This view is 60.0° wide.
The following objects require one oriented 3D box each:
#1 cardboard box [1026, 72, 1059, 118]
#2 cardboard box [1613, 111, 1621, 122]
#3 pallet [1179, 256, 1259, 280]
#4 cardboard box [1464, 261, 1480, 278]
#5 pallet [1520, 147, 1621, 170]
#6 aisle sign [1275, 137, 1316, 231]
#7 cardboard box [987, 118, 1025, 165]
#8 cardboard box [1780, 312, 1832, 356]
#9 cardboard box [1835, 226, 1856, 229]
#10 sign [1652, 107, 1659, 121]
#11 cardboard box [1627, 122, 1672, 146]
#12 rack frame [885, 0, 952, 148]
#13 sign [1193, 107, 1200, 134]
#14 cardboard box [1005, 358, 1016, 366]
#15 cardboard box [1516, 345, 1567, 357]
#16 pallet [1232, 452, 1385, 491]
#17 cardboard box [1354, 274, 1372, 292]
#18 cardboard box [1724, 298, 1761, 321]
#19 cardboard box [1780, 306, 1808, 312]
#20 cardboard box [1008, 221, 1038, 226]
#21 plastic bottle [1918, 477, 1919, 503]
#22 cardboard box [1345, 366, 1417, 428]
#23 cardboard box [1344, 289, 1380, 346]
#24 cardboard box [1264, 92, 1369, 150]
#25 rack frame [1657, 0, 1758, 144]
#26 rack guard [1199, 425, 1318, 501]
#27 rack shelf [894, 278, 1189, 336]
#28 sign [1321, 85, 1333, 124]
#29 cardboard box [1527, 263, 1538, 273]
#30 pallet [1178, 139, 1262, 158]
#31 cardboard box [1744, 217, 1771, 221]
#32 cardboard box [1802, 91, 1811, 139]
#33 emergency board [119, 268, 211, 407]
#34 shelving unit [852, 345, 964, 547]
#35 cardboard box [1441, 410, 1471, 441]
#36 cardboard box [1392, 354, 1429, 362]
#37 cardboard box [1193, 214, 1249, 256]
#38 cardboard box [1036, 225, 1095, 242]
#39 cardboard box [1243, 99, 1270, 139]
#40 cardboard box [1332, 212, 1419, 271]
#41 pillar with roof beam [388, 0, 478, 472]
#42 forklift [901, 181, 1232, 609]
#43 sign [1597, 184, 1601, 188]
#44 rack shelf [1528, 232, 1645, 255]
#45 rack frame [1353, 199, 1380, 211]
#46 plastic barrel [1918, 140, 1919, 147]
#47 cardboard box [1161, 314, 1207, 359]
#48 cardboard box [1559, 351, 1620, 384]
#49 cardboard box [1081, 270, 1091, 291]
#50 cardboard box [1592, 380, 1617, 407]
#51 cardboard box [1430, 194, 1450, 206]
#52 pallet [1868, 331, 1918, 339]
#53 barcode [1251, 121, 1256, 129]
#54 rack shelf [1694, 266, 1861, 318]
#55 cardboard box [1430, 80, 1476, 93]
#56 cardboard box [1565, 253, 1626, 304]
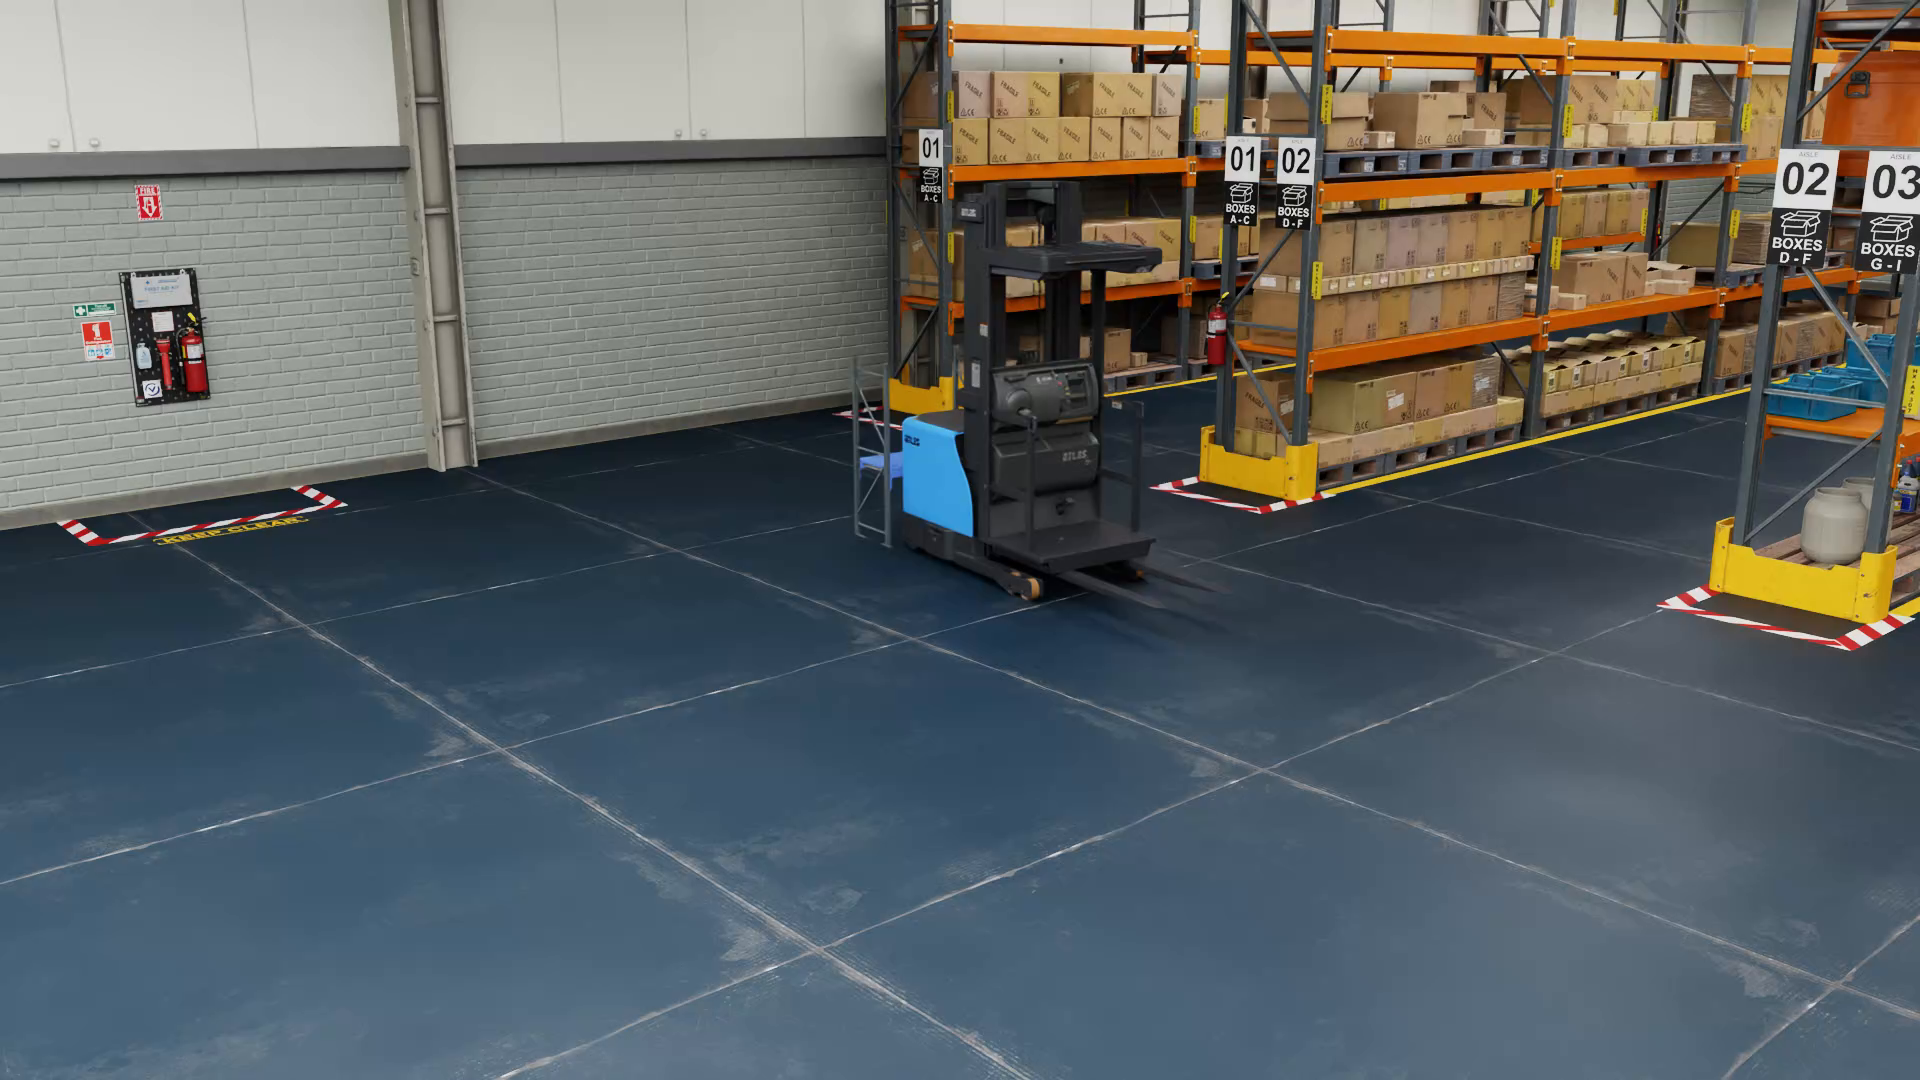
[{"bbox_3d":[0.780,-5.081,18.978,0.500,0.500,0.500,-12,19,-38],"label":"cardboard box"},{"bbox_3d":[10.450,-6.894,27.218,0.500,0.250,0.500,-13,20,-41],"label":"cardboard box"},{"bbox_3d":[3.229,-3.595,21.768,1.213,0.211,1.003,-13,19,-39],"label":"pallet"},{"bbox_3d":[4.978,-2.725,16.688,0.250,0.149,0.380,-13,20,-40],"label":"cardboard box"},{"bbox_3d":[6.468,-4.132,17.963,1.217,0.209,0.805,-14,20,-42],"label":"pallet"},{"bbox_3d":[2.945,-3.130,14.620,0.004,0.787,0.394,-13,19,-39],"label":"aisle sign"},{"bbox_3d":[0.384,-4.508,18.770,0.500,0.500,0.500,-11,19,-36],"label":"cardboard box"},{"bbox_3d":[11.284,-2.761,22.267,0.500,0.500,0.500,-13,19,-39],"label":"cardboard box"},{"bbox_3d":[12.386,-4.535,22.782,0.500,0.500,0.500,-12,19,-38],"label":"cardboard box"},{"bbox_3d":[8.474,-5.105,20.237,0.005,0.325,0.100,-13,19,-39],"label":"sign"},{"bbox_3d":[7.701,-4.605,18.843,0.500,0.250,0.500,-13,20,-40],"label":"cardboard box"},{"bbox_3d":[-0.461,-5.807,18.054,0.127,3.000,1.000,-13,19,-39],"label":"rack frame"},{"bbox_3d":[2.919,-5.181,20.520,0.005,0.325,0.100,-13,19,-39],"label":"sign"},{"bbox_3d":[0.550,-2.019,19.853,0.500,0.311,0.500,-11,18,-35],"label":"cardboard box"},{"bbox_3d":[6.695,-2.066,19.100,0.500,0.311,0.500,-13,20,-40],"label":"cardboard box"},{"bbox_3d":[3.343,-0.736,16.095,1.213,0.211,1.003,-13,19,-39],"label":"pallet"},{"bbox_3d":[3.618,-2.419,15.542,0.250,0.149,0.380,-13,19,-39],"label":"cardboard box"},{"bbox_3d":[10.189,-3.056,21.918,0.500,0.250,0.500,-13,20,-40],"label":"cardboard box"},{"bbox_3d":[11.321,-2.948,22.967,0.500,0.500,0.500,-14,20,-42],"label":"cardboard box"},{"bbox_3d":[0.908,-3.587,20.164,0.500,0.500,0.500,-12,19,-39],"label":"cardboard box"},{"bbox_3d":[8.149,-0.448,14.050,0.097,0.271,0.097,0,15,0],"label":"plastic bottle"},{"bbox_3d":[4.089,-1.402,16.247,0.500,0.500,0.500,-13,19,-39],"label":"cardboard box"},{"bbox_3d":[3.547,-2.160,15.830,0.500,0.500,0.700,-12,19,-38],"label":"cardboard box"},{"bbox_3d":[3.230,-3.811,15.109,0.637,0.503,0.797,-11,18,-36],"label":"cardboard box"},{"bbox_3d":[8.829,-6.199,19.519,0.127,3.000,1.000,-13,19,-39],"label":"rack frame"},{"bbox_3d":[2.776,-0.734,15.527,0.348,0.500,1.175,-13,19,-39],"label":"rack guard"},{"bbox_3d":[1.048,-2.900,20.189,4.000,0.370,1.077,-13,19,-39],"label":"rack shelf"},{"bbox_3d":[3.153,-3.746,14.302,0.005,0.325,0.100,-13,19,-39],"label":"sign"},{"bbox_3d":[9.578,-4.506,27.579,0.250,0.149,0.380,-13,20,-41],"label":"cardboard box"},{"bbox_3d":[3.092,-5.029,21.316,1.003,0.211,1.213,-13,19,-39],"label":"pallet"},{"bbox_3d":[10.554,-3.918,21.598,0.700,0.500,0.500,10,18,33],"label":"cardboard box"},{"bbox_3d":[10.413,-5.429,21.250,0.600,0.600,0.600,-14,20,-41],"label":"cardboard box"},{"bbox_3d":[-6.916,-1.768,14.558,0.643,1.169,0.194,-13,19,-39],"label":"emergency board"},{"bbox_3d":[-0.310,-0.798,13.830,1.048,1.500,0.538,-11,18,-35],"label":"shelving unit"},{"bbox_3d":[4.854,-1.206,16.966,0.500,0.250,0.500,-13,19,-39],"label":"cardboard box"},{"bbox_3d":[4.502,-1.673,17.261,0.500,0.500,0.500,-13,19,-39],"label":"cardboard box"},{"bbox_3d":[3.389,-4.020,21.942,0.500,0.500,0.700,-10,18,-34],"label":"cardboard box"},{"bbox_3d":[1.251,-3.489,19.797,0.500,0.500,0.500,-12,19,-38],"label":"cardboard box"},{"bbox_3d":[3.952,-5.573,21.981,0.500,0.500,0.500,-14,20,-41],"label":"cardboard box"},{"bbox_3d":[3.967,-2.882,16.018,0.500,0.500,0.700,-13,19,-39],"label":"cardboard box"},{"bbox_3d":[-2.201,-4.240,12.185,0.400,9.000,9.100,-13,19,-39],"label":"pillar with roof beam"},{"bbox_3d":[0.764,-1.114,12.241,1.130,2.935,3.031,-10,18,-33],"label":"forklift"},{"bbox_3d":[11.249,-6.185,29.262,0.005,0.325,0.100,-13,19,-39],"label":"sign"},{"bbox_3d":[10.100,-4.933,27.800,4.000,0.370,1.077,-13,19,-39],"label":"rack shelf"},{"bbox_3d":[5.574,-4.264,23.902,0.127,3.000,1.000,-13,19,-39],"label":"rack frame"},{"bbox_3d":[6.819,-2.941,11.958,0.600,0.588,0.600,0,15,0],"label":"plastic barrel"},{"bbox_3d":[3.101,-2.719,22.110,0.500,0.500,0.700,-12,19,-38],"label":"cardboard box"},{"bbox_3d":[7.057,-1.961,18.708,0.500,0.311,0.500,-14,20,-41],"label":"cardboard box"},{"bbox_3d":[1.269,-3.128,19.900,0.500,0.250,0.500,-12,19,-39],"label":"cardboard box"},{"bbox_3d":[7.054,-1.692,18.786,0.500,0.250,0.500,-13,20,-41],"label":"cardboard box"},{"bbox_3d":[6.865,-5.032,24.512,0.500,0.250,0.500,-12,19,-39],"label":"cardboard box"},{"bbox_3d":[13.286,-2.955,24.403,1.213,0.211,1.003,-13,19,-39],"label":"pallet"},{"bbox_3d":[2.705,-3.820,15.301,0.075,0.075,0.001,-13,19,-39],"label":"barcode"},{"bbox_3d":[10.337,-3.292,21.655,4.000,0.370,1.077,-13,19,-39],"label":"rack shelf"},{"bbox_3d":[7.435,-6.794,25.061,0.500,0.250,0.500,-13,20,-41],"label":"cardboard box"},{"bbox_3d":[7.177,-2.972,18.871,0.500,0.500,0.500,-13,19,-39],"label":"cardboard box"}]
